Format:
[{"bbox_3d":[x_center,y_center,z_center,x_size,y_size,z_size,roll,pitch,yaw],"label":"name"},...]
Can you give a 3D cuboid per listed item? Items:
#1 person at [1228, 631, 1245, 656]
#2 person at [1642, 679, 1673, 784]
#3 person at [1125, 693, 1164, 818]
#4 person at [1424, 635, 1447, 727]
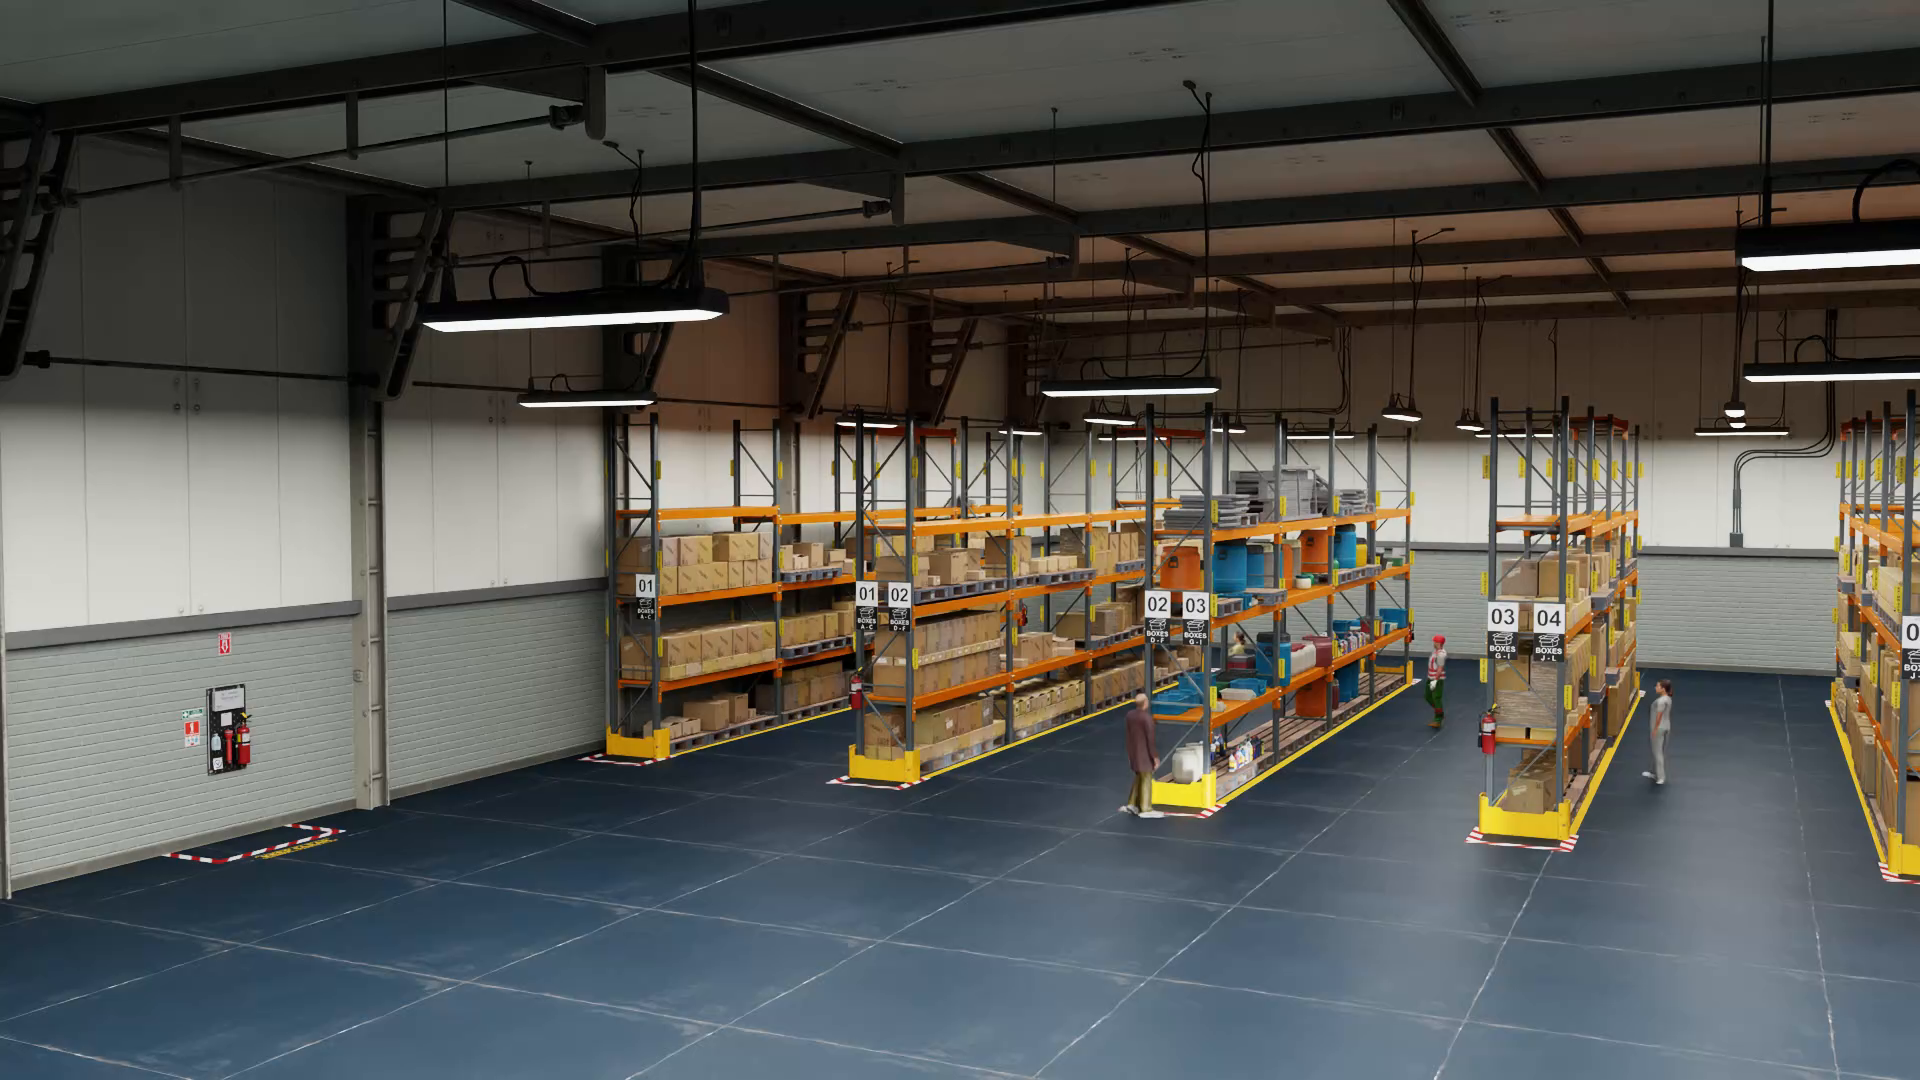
[{"bbox_3d":[5.701,2.722,34.526,0.473,1.681,0.417,-2,3,-38],"label":"person"},{"bbox_3d":[11.181,3.052,26.763,0.444,1.670,0.597,-2,3,-32],"label":"person"},{"bbox_3d":[2.662,3.133,23.985,0.439,1.850,0.666,-1,3,-27],"label":"person"},{"bbox_3d":[9.314,2.736,32.507,0.450,1.788,0.641,0,2,-1],"label":"person"}]
